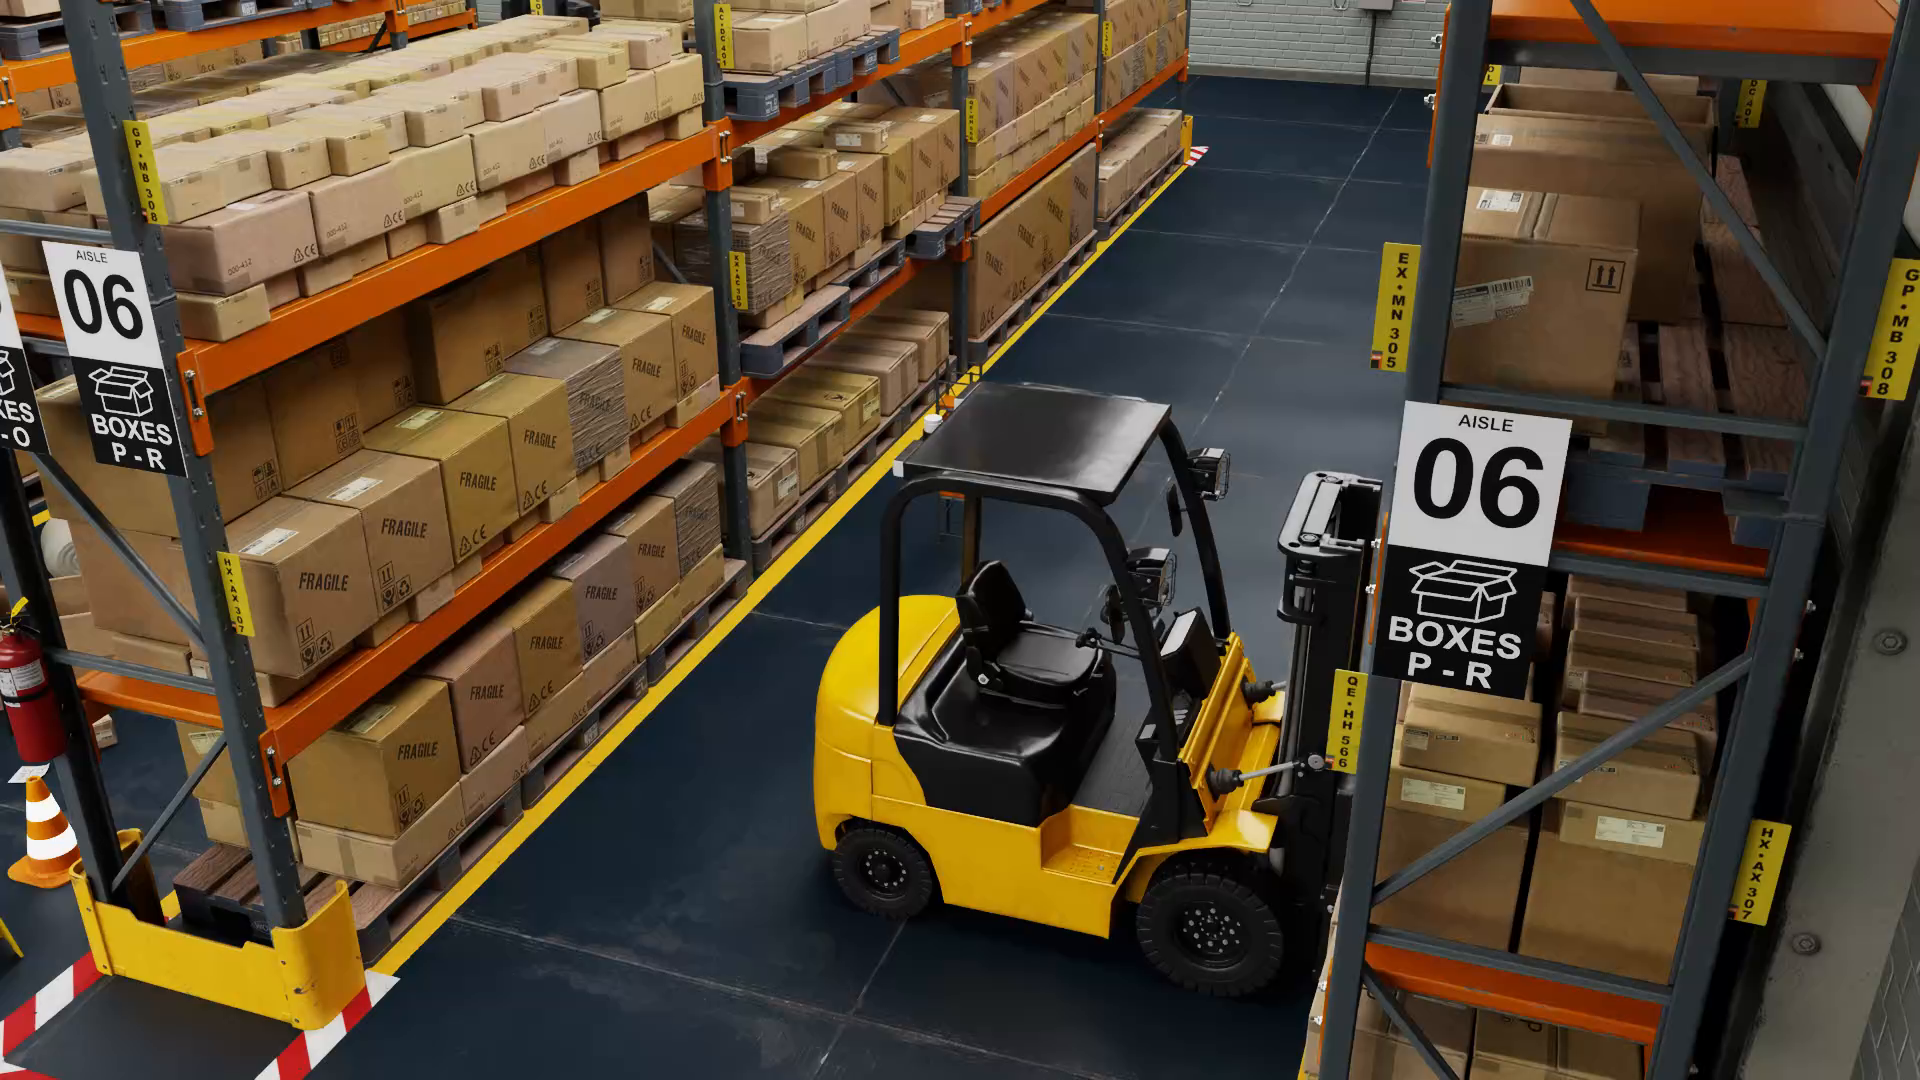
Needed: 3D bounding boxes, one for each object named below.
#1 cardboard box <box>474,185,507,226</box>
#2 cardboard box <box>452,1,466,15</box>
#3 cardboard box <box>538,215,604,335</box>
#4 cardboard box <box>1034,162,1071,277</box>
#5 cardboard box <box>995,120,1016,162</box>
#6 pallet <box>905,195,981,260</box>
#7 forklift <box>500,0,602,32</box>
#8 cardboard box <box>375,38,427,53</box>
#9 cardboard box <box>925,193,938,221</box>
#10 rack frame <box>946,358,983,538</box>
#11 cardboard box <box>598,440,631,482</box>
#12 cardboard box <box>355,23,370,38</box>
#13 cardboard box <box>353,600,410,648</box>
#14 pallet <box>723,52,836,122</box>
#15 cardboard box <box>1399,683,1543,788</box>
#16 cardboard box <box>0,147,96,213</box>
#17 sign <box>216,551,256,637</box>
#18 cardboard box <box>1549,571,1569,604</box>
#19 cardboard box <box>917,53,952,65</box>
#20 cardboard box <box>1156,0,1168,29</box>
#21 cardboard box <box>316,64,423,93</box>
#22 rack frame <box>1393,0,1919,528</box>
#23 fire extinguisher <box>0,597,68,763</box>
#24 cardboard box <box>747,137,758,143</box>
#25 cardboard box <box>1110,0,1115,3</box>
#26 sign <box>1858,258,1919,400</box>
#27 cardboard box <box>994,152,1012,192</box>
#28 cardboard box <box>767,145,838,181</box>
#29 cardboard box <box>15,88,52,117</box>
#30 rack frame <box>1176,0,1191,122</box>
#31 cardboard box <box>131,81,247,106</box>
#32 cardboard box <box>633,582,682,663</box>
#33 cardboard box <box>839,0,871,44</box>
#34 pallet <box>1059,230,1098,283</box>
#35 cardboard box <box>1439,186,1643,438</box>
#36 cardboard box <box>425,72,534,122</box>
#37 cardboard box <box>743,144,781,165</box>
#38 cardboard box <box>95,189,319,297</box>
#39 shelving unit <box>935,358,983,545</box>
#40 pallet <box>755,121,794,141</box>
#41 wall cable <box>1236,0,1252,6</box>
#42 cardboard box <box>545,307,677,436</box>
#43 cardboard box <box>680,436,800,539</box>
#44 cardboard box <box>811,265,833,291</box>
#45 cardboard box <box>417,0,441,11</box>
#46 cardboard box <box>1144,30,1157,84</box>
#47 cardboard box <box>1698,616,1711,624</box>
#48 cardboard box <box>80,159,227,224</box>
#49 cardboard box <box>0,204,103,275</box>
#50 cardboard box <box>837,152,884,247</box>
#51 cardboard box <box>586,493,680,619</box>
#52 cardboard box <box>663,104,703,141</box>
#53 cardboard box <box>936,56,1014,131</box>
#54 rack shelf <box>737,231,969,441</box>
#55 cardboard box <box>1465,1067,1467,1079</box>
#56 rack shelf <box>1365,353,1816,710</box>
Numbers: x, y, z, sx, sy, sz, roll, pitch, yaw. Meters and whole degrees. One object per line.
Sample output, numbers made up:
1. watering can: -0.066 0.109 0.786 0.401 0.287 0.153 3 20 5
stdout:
1. cardboard box: -2.197 -1.467 7.185 0.380 0.149 0.250 8 27 16
2. cardboard box: -6.918 -7.201 22.468 0.380 0.149 0.250 9 27 18
3. cardboard box: -2.300 -1.412 8.621 0.700 0.500 0.500 9 27 18
4. cardboard box: 0.480 -3.021 15.503 0.875 0.875 0.875 10 27 19
5. cardboard box: 0.147 -3.325 13.774 0.500 0.250 0.500 9 27 19
6. pallet: -0.564 -2.388 12.461 1.213 0.211 1.003 9 27 17
7. forklift: -3.222 -2.421 12.387 1.130 2.935 3.031 15 30 29
8. cardboard box: -7.551 -6.092 21.846 0.875 0.875 0.875 9 27 17
9. cardboard box: -0.377 -2.459 12.194 0.380 0.149 0.250 9 27 17
10. rack frame: 0.026 -0.572 10.554 0.240 1.200 0.006 9 27 17
11. cardboard box: -1.913 -0.432 8.488 0.380 0.149 0.250 8 27 17
12. cardboard box: -7.598 -6.357 20.725 0.380 0.149 0.250 9 27 18
13. cardboard box: -2.546 0.305 6.966 0.380 0.149 0.250 8 27 16
14. pallet: -1.452 -2.643 9.540 1.213 0.211 1.003 9 27 17
15. cardboard box: 1.513 0.574 4.921 0.380 0.149 0.250 9 27 18
16. cardboard box: -3.255 -1.273 5.869 0.380 0.149 0.250 9 27 18
17. sign: -2.578 0.194 5.915 0.100 0.325 0.005 9 27 17
18. cardboard box: 2.511 0.384 6.400 0.500 0.500 0.500 9 27 18
19. cardboard box: -0.339 -3.740 13.771 0.500 0.500 0.500 9 27 18
20. cardboard box: 1.985 -5.911 18.254 0.500 0.500 0.500 9 27 17
21. cardboard box: -2.610 -2.002 7.374 0.380 0.149 0.250 9 27 18
22. rack frame: 1.593 -1.477 3.475 1.000 3.000 0.127 9 27 17
23. fire extinguisher: -3.562 0.520 6.323 0.296 0.674 0.183 9 27 17
24. cardboard box: -2.700 -4.972 20.367 0.380 0.149 0.250 8 27 15
25. cardboard box: 1.324 -5.413 16.482 0.380 0.149 0.250 9 27 18
26. sign: 2.114 -0.473 3.749 0.100 0.325 0.005 9 27 17
27. cardboard box: 0.127 -3.094 13.870 0.500 0.250 0.500 8 27 16
28. cardboard box: -1.004 -2.402 10.587 0.380 0.149 0.250 10 28 20
29. cardboard box: -9.354 -4.425 16.333 0.500 0.500 0.500 10 27 19
30. rack frame: 2.235 -6.071 19.846 1.000 3.000 0.127 9 27 17
31. cardboard box: -5.793 -3.142 12.535 0.700 0.500 0.500 8 27 17
32. cardboard box: -1.869 0.412 9.131 0.500 0.250 0.500 8 27 16
33. cardboard box: -0.871 -3.211 10.189 0.500 0.250 0.500 8 27 17
34. pallet: 0.718 -2.844 16.381 1.003 0.211 1.213 9 27 17
35. cardboard box: 1.510 -0.623 4.442 0.500 0.500 0.500 10 27 19
36. cardboard box: -2.084 -1.922 7.209 0.380 0.149 0.250 9 27 18
37. cardboard box: -1.306 -2.361 11.246 0.500 0.500 0.500 8 27 15
38. cardboard box: -2.671 -1.080 5.927 0.500 0.250 0.500 8 27 17
39. shelving unit: -0.005 -0.534 10.476 0.258 1.200 0.189 9 27 17
40. pallet: -2.796 -5.132 21.107 1.003 0.211 1.213 9 27 17
41. wall cable: 4.089 -8.863 24.410 0.585 1.953 0.123 9 27 17
42. cardboard box: -1.837 -0.887 8.684 0.500 0.500 0.500 10 27 19
43. cardboard box: -1.586 -0.361 10.588 0.950 0.372 0.625 9 27 18
44. cardboard box: -1.038 -1.725 10.677 0.380 0.149 0.250 9 27 18
45. cardboard box: -7.191 -7.128 21.861 0.500 0.250 0.500 8 27 17
46. cardboard box: 1.821 -5.248 18.032 0.500 0.500 0.500 10 27 19
47. cardboard box: 2.445 0.266 5.899 0.380 0.149 0.250 10 27 19
48. cardboard box: -2.779 -1.208 5.734 0.380 0.149 0.250 9 27 17
49. cardboard box: -3.173 -1.161 6.095 0.500 0.250 0.500 8 27 17
50. cardboard box: -0.828 -2.278 11.075 0.500 0.500 0.500 8 27 15
51. cardboard box: -1.870 0.063 8.990 0.500 0.500 0.500 9 27 18
52. cardboard box: -1.575 -2.202 8.702 0.380 0.149 0.250 9 27 18
53. cardboard box: 0.123 -3.650 13.585 0.500 0.500 0.500 9 27 18
54. rack shelf: -1.093 -1.637 11.515 1.077 0.370 4.000 9 27 17
55. cardboard box: 1.940 2.098 5.648 0.500 0.250 0.500 9 27 18
56. rack shelf: 2.258 -0.625 5.983 1.077 0.370 4.000 9 27 17
